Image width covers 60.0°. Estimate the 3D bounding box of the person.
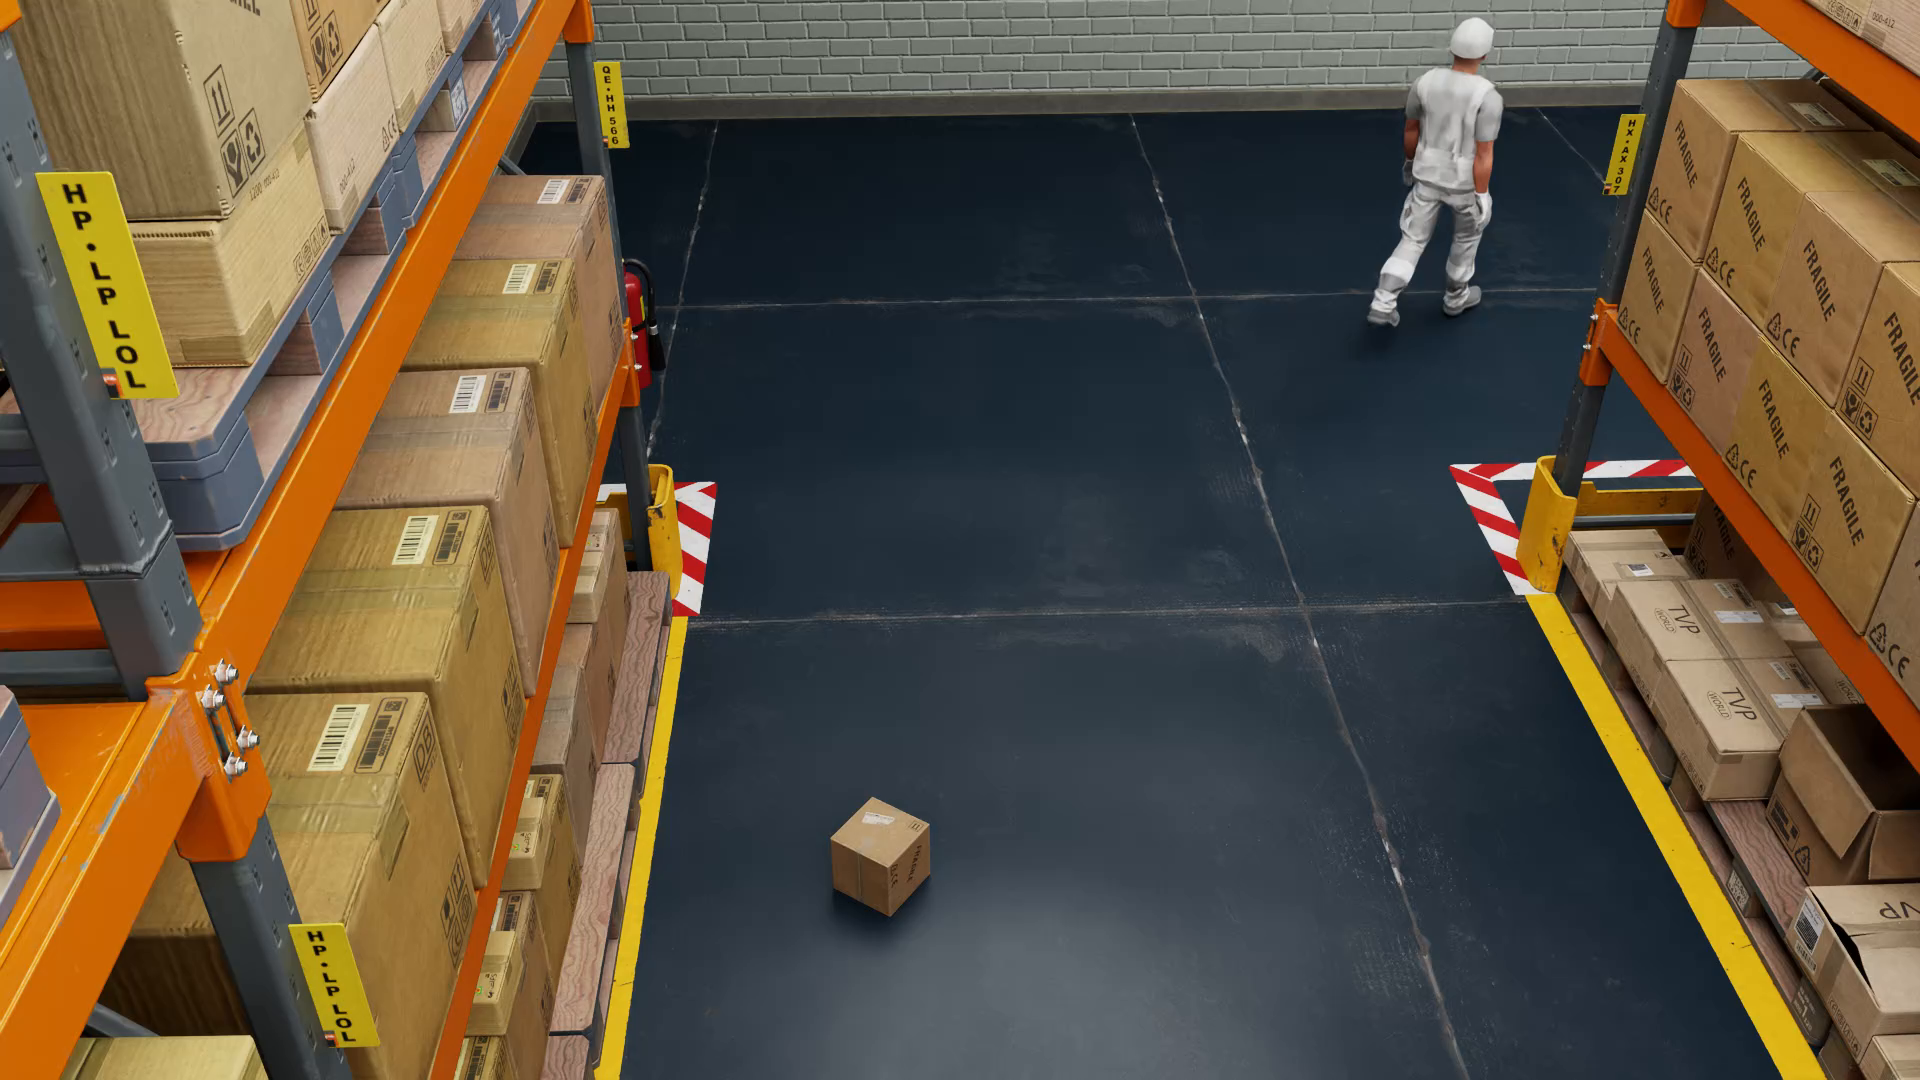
[{"bbox_3d":[2.612,-1.941,8.906,0.589,1.755,0.967,25,42,31],"label":"person"}]
